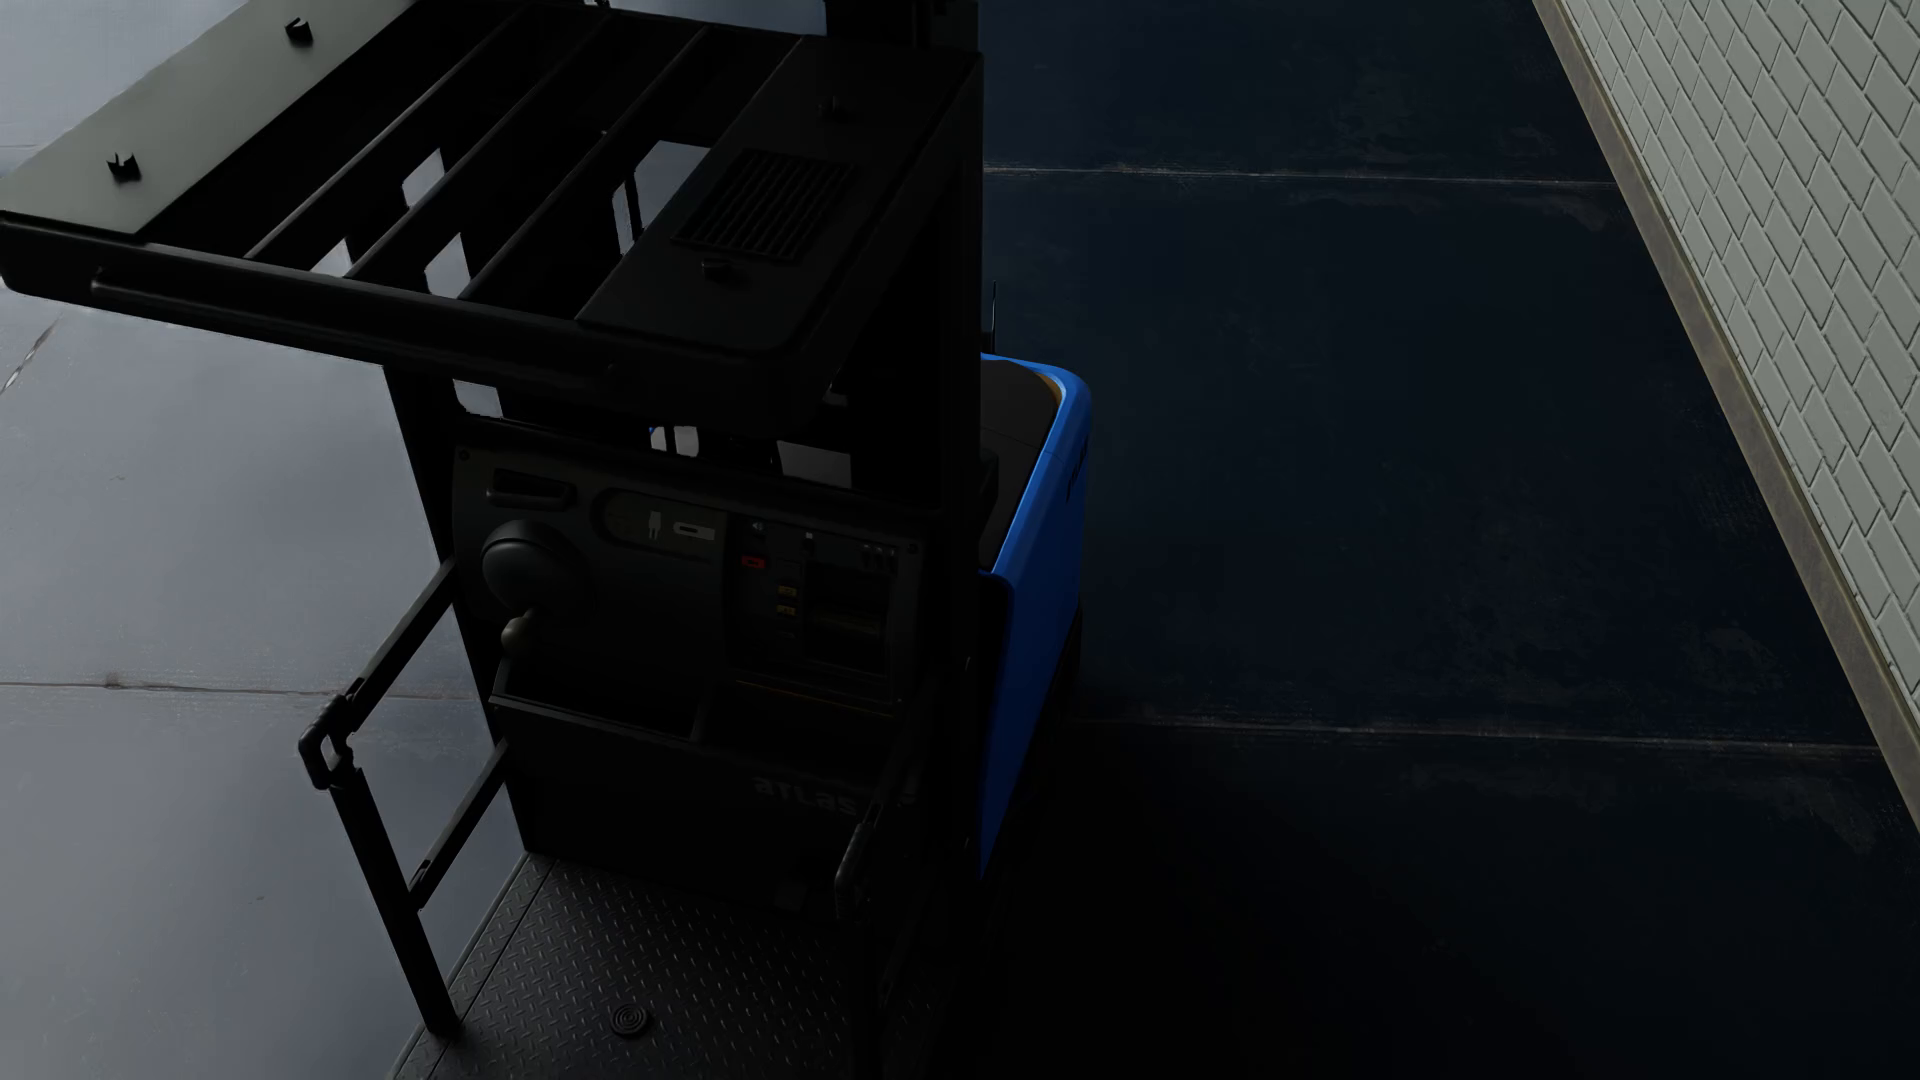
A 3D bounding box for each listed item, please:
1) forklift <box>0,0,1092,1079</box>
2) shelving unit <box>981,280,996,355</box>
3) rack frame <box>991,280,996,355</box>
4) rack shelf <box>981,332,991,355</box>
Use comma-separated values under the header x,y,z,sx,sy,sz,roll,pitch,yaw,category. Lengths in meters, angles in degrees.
x,y,z,sx,sy,sz,roll,pitch,yaw,category
-0.572,0.161,2.927,1.130,2.935,3.031,12,44,12,forklift
-0.008,-0.330,4.944,0.210,0.900,0.258,2,43,2,shelving unit
0.093,-0.326,4.940,0.006,0.900,0.240,2,43,2,rack frame
-0.008,-0.503,4.782,0.200,0.077,0.258,2,43,2,rack shelf
